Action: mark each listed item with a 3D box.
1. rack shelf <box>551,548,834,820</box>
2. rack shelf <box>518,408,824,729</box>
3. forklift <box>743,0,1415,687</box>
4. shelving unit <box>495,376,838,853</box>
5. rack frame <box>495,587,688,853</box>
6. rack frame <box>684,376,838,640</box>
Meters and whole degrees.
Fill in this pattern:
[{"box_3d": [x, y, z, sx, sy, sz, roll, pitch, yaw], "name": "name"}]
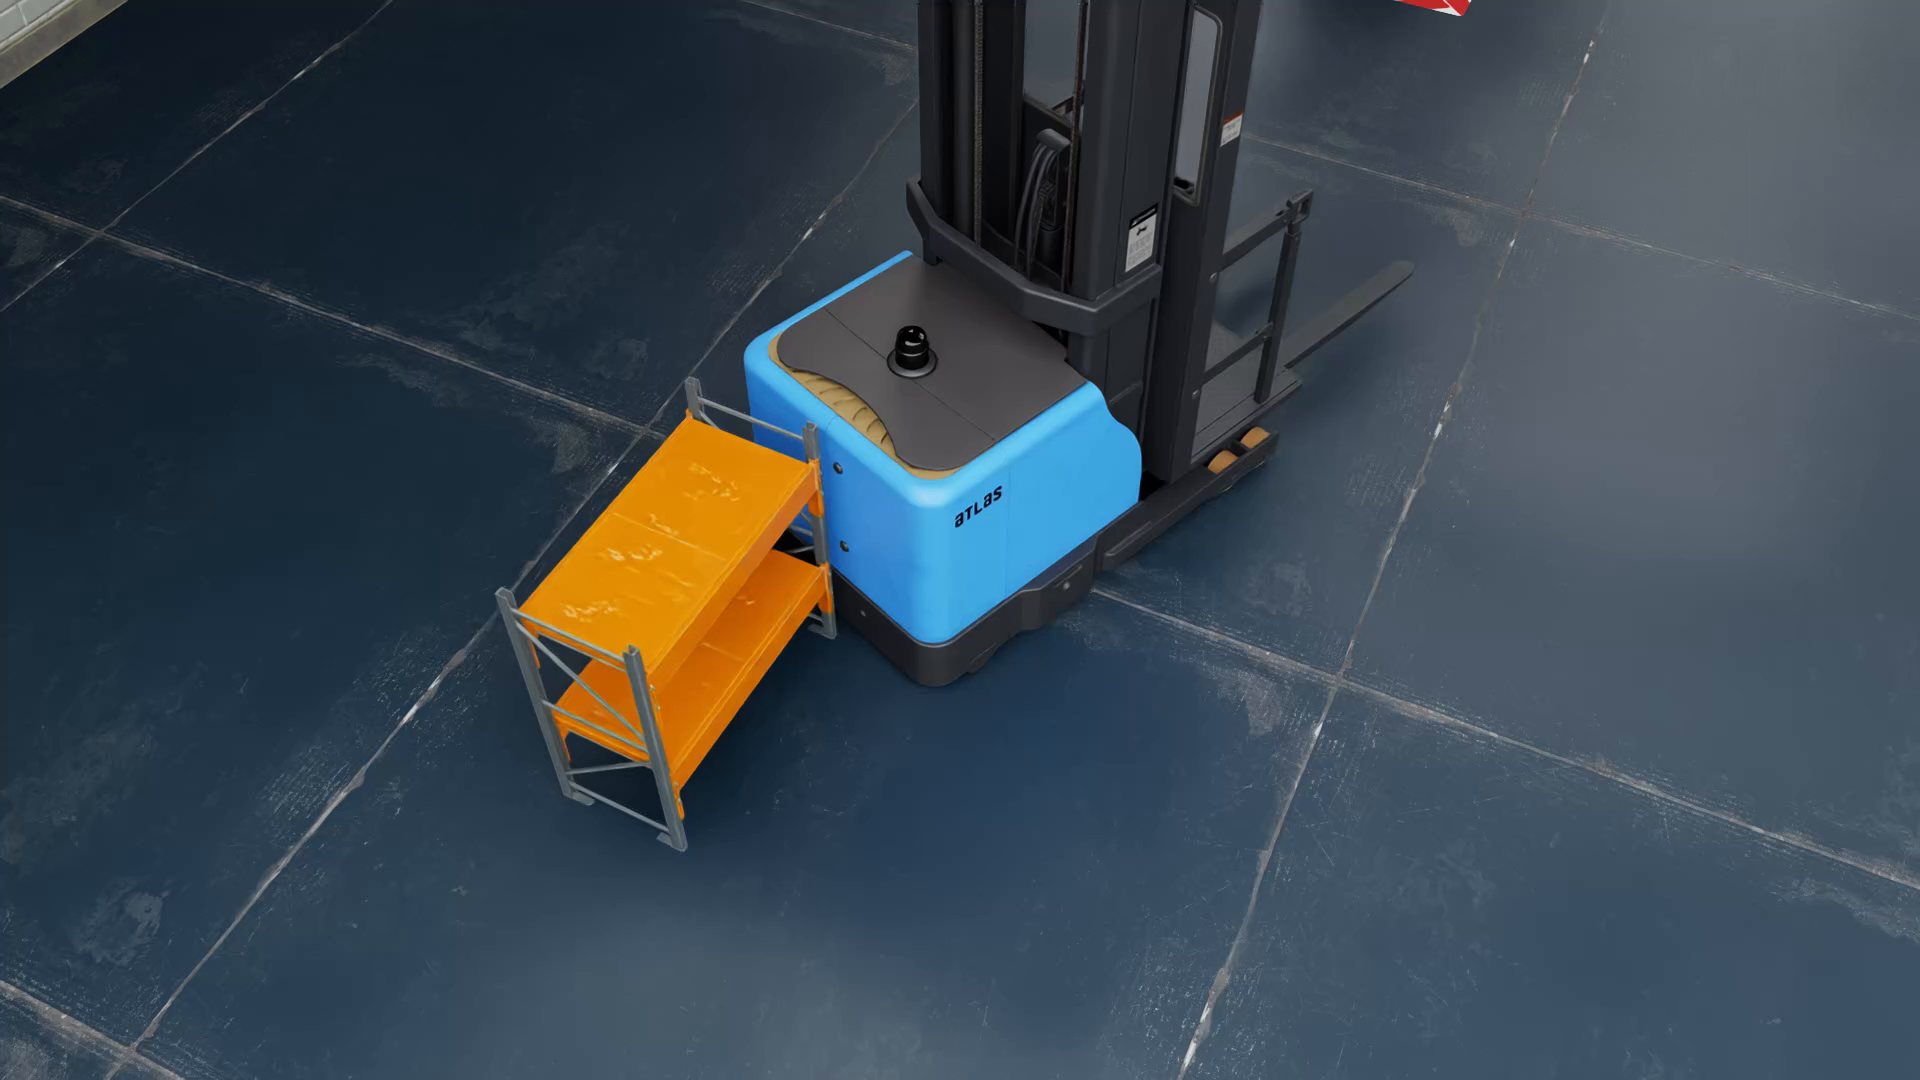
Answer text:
[{"box_3d": [-0.924, 0.417, 5.793, 0.538, 0.278, 1.000, 21, 53, 17], "name": "rack shelf"}, {"box_3d": [-0.924, 0.068, 5.384, 0.538, 0.278, 1.000, 21, 53, 17], "name": "rack shelf"}, {"box_3d": [0.660, -1.413, 5.843, 3.031, 2.935, 1.130, -35, 58, -26], "name": "forklift"}, {"box_3d": [-0.924, 0.258, 5.607, 0.538, 1.125, 1.048, 21, 53, 17], "name": "shelving unit"}, {"box_3d": [-1.157, 0.602, 5.314, 0.500, 1.125, 0.032, 21, 53, 17], "name": "rack frame"}, {"box_3d": [-0.690, -0.086, 5.900, 0.500, 1.125, 0.032, 21, 53, 17], "name": "rack frame"}]
